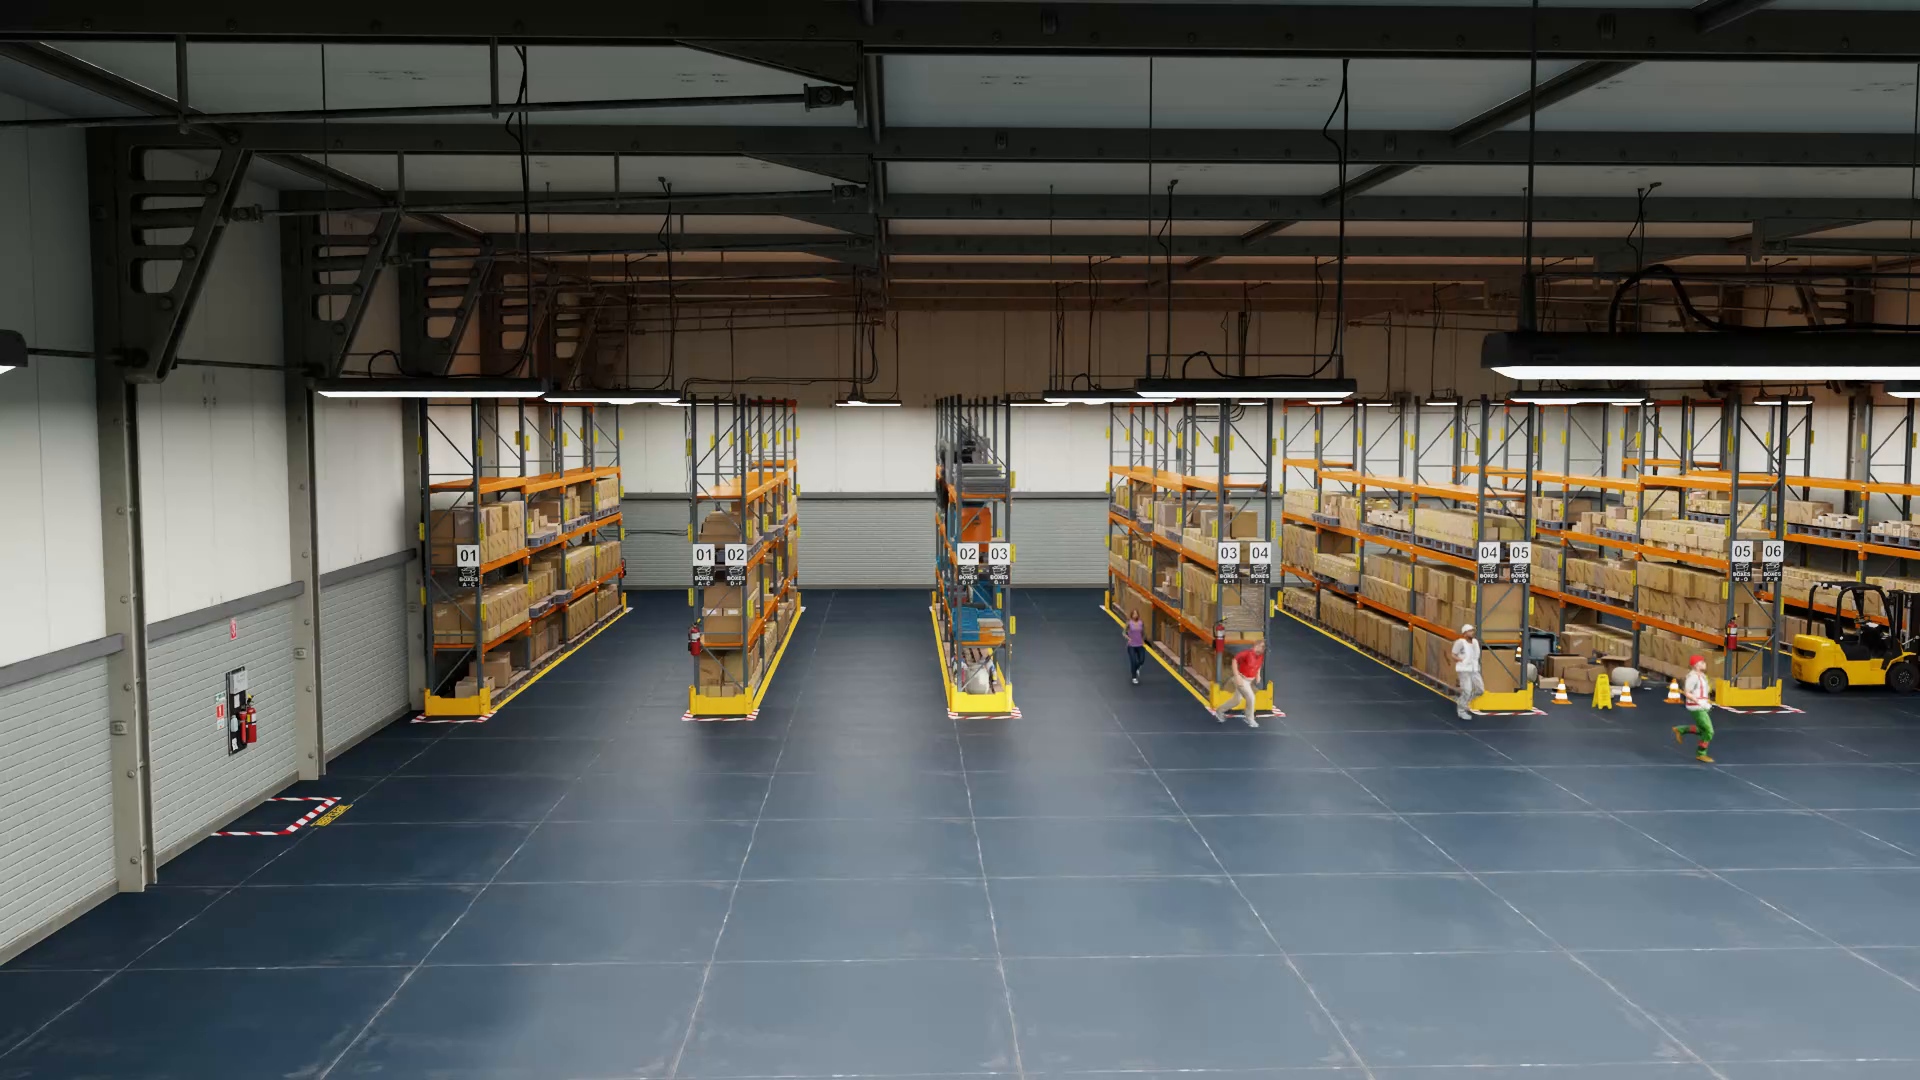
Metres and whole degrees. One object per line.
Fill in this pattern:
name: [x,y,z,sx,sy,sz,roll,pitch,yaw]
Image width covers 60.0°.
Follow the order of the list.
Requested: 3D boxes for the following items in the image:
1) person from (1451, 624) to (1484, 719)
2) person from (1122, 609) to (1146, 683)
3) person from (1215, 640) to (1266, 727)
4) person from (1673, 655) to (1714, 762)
person: [9.421,2.434,30.754,0.705,1.748,0.585,-2,5,-27]
person: [3.656,2.214,34.733,0.532,1.550,0.551,-1,5,-8]
person: [5.108,2.572,30.203,0.660,1.607,0.971,-4,6,-45]
person: [11.995,2.732,27.173,0.675,1.725,0.676,3,6,37]
